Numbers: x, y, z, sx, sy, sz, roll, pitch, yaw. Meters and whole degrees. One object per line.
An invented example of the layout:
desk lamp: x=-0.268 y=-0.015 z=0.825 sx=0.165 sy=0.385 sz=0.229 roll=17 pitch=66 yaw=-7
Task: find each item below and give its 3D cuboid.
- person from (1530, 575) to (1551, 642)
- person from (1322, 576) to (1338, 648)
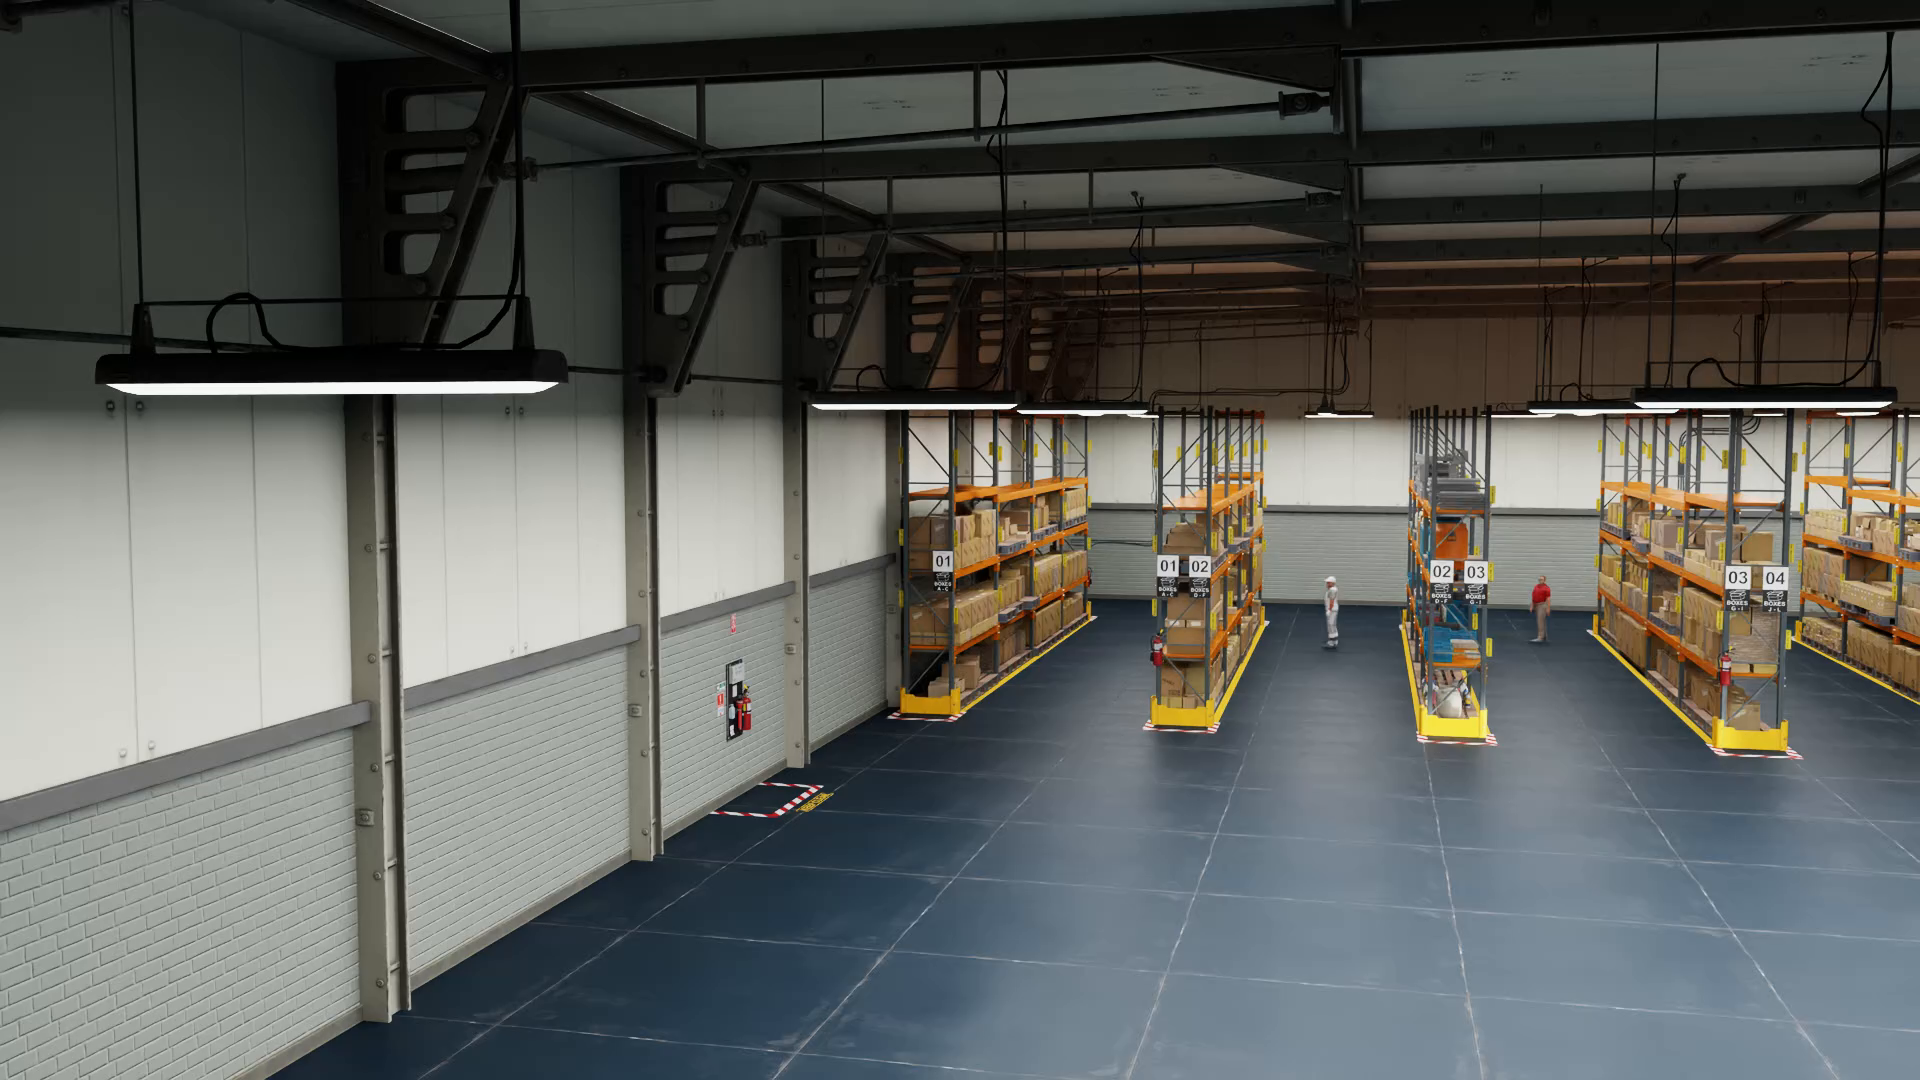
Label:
person: x=15.016 y=1.771 z=43.104 sx=0.524 sy=1.718 sz=0.533 roll=0 pitch=4 yaw=-4
person: x=9.326 y=1.817 z=41.913 sx=0.389 sy=1.801 sz=0.632 roll=1 pitch=4 yaw=17
